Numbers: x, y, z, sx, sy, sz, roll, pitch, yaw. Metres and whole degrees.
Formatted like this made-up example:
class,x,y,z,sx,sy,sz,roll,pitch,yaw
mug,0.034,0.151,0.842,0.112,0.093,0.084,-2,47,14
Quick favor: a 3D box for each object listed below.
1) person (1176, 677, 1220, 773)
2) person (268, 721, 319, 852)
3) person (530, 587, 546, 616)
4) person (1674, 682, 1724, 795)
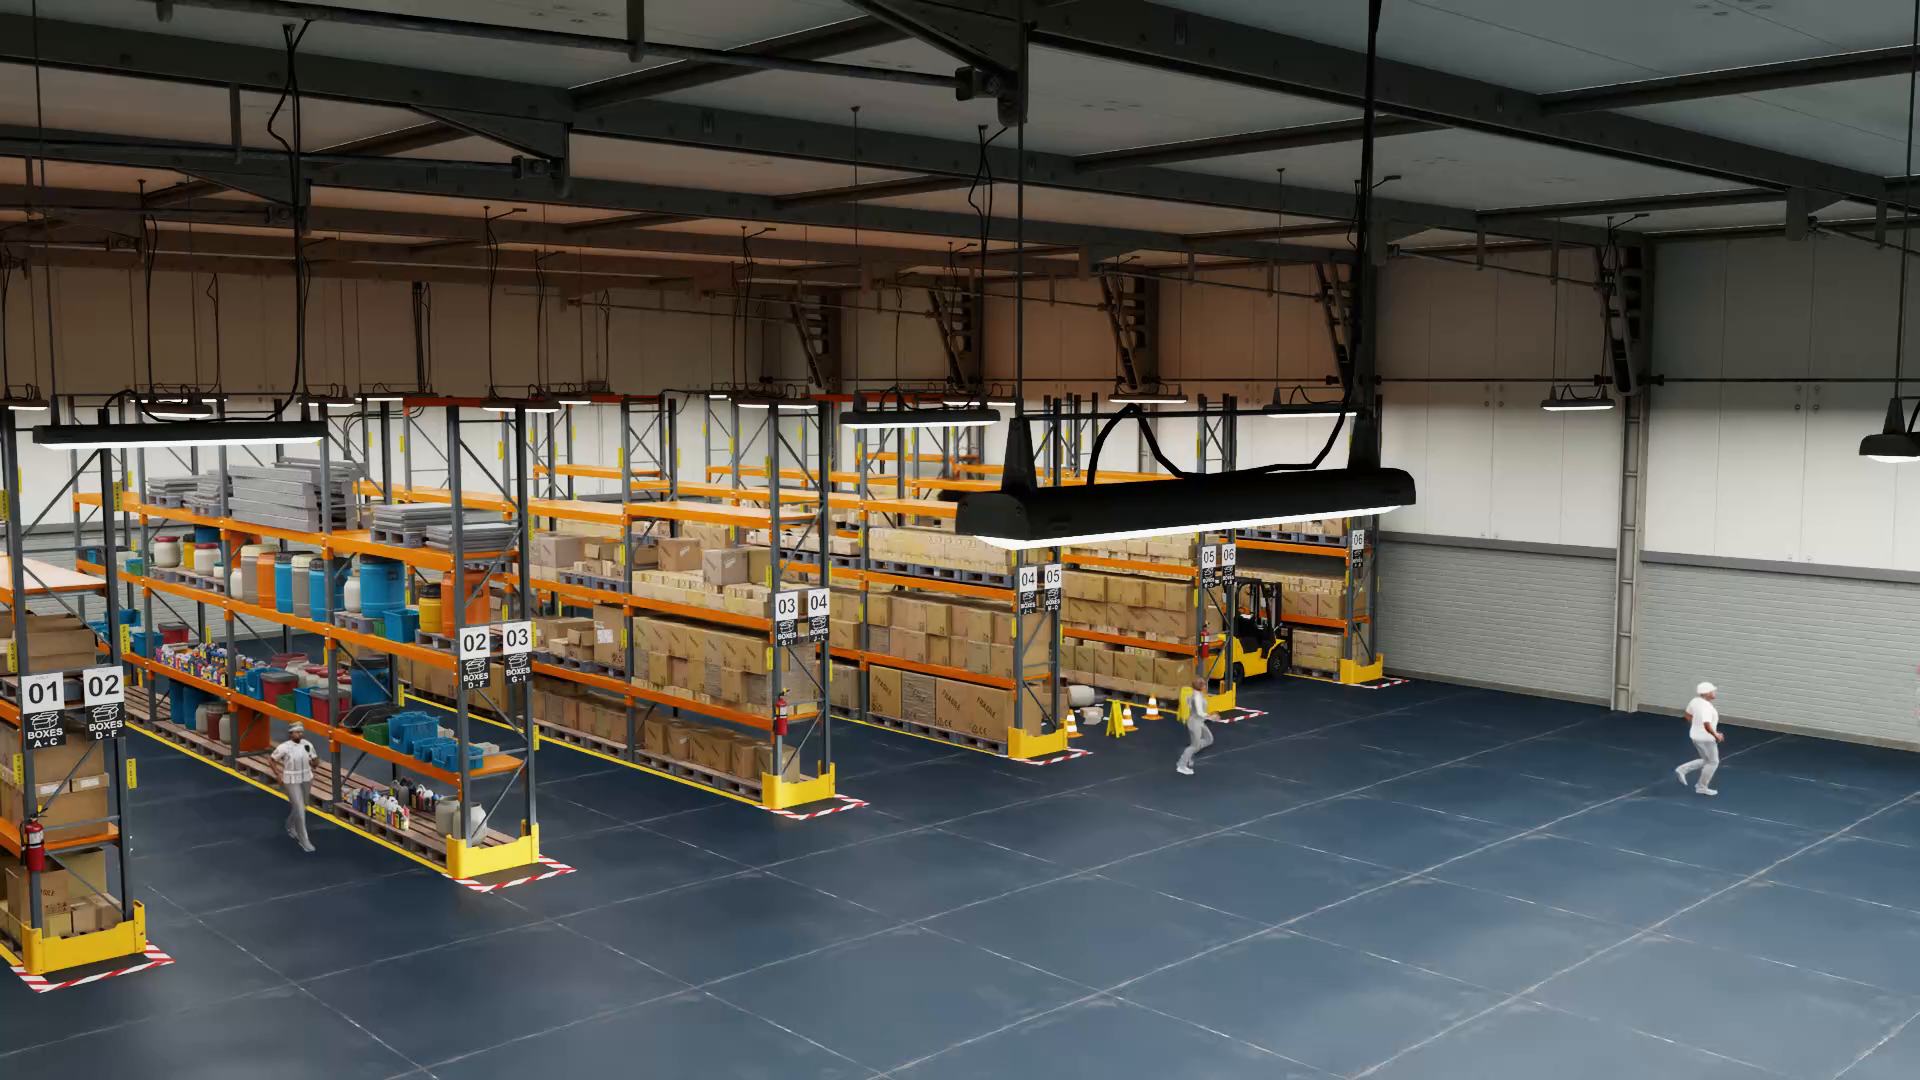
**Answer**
class,x,y,z,sx,sy,sz,roll,pitch,yaw
person,3.835,2.971,26.745,0.690,1.554,0.570,1,6,9
person,-8.976,3.295,22.523,0.885,1.721,0.562,4,7,37
person,-10.334,1.518,40.936,0.870,1.777,0.731,-2,6,-19
person,11.287,3.023,25.411,0.602,1.716,0.733,0,6,1
